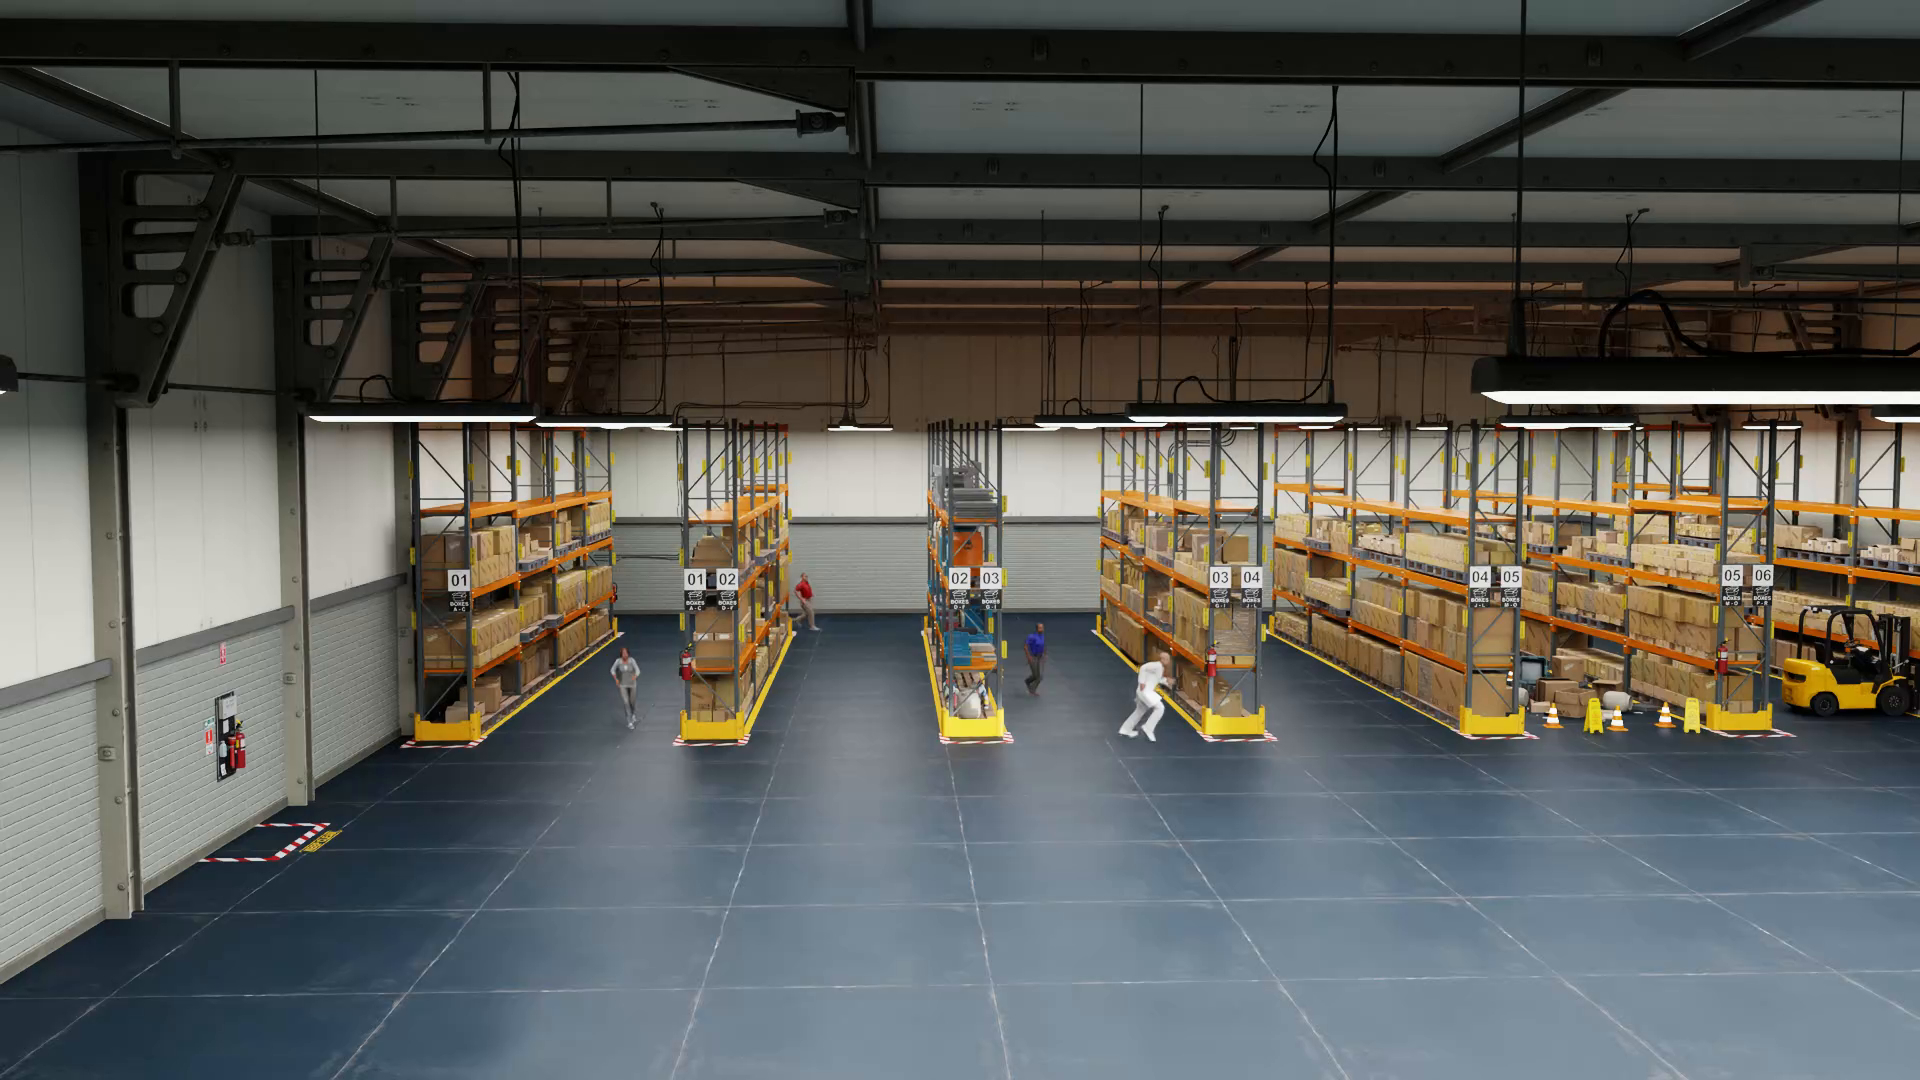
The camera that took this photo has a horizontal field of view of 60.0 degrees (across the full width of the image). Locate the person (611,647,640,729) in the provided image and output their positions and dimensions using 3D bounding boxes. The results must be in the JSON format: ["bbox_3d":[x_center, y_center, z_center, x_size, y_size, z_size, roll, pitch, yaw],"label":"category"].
[{"bbox_3d":[-6.502,2.853,32.357,0.542,1.569,0.826,-1,4,-19],"label":"person"}]

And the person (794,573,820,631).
[{"bbox_3d":[-4.516,1.794,48.256,0.809,1.690,0.734,1,4,18],"label":"person"}]

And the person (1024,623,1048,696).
[{"bbox_3d":[1.620,2.601,36.357,0.619,1.607,0.581,-3,5,-37],"label":"person"}]

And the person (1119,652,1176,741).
[{"bbox_3d":[3.489,2.930,31.034,1.054,1.692,0.745,1,4,14],"label":"person"}]
